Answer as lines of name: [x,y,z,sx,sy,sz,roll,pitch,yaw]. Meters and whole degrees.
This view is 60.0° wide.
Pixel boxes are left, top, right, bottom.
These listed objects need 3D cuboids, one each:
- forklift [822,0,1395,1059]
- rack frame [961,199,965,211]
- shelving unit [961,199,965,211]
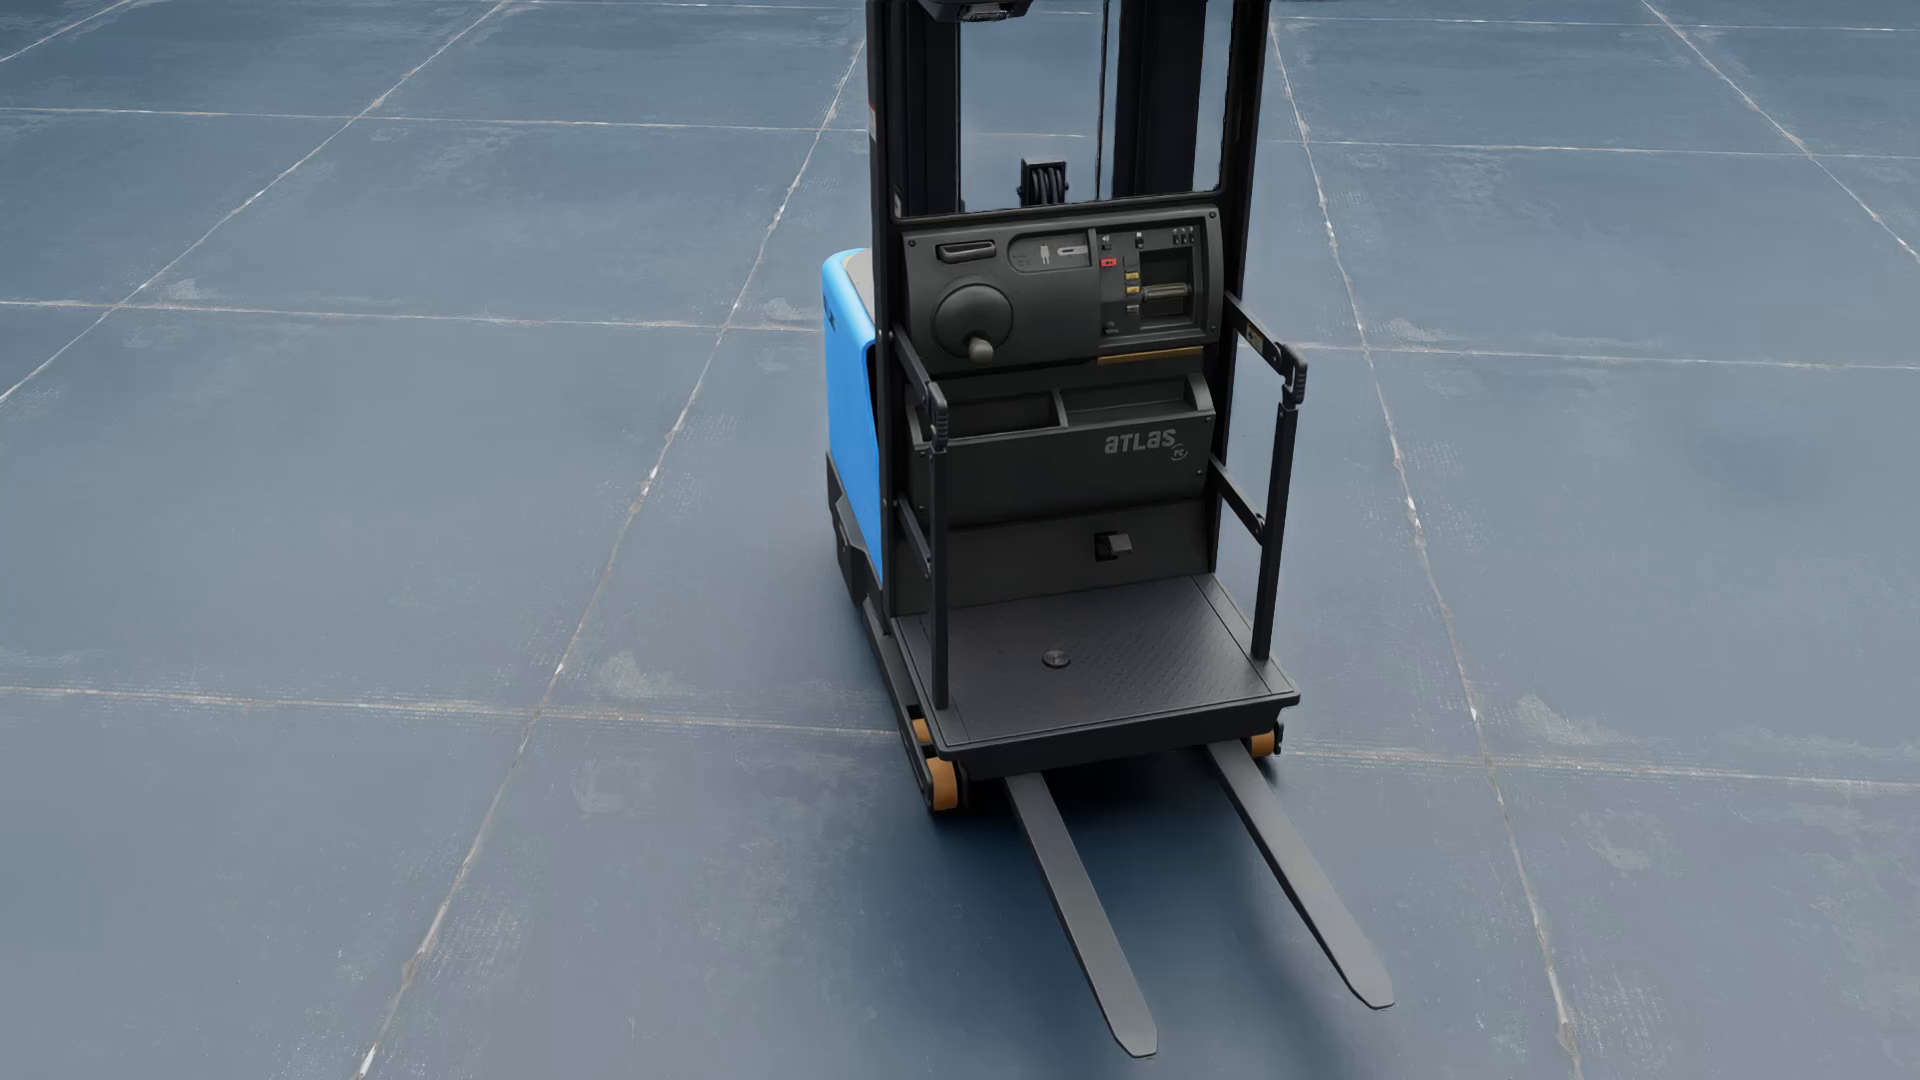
forklift: [0.356,-0.666,4.536,1.130,2.935,3.031,-8,32,-12]
rack frame: [-0.099,-0.693,6.230,0.240,1.200,0.006,-8,32,-12]
shelving unit: [-0.121,-0.739,6.306,0.258,1.200,0.189,-8,32,-12]
